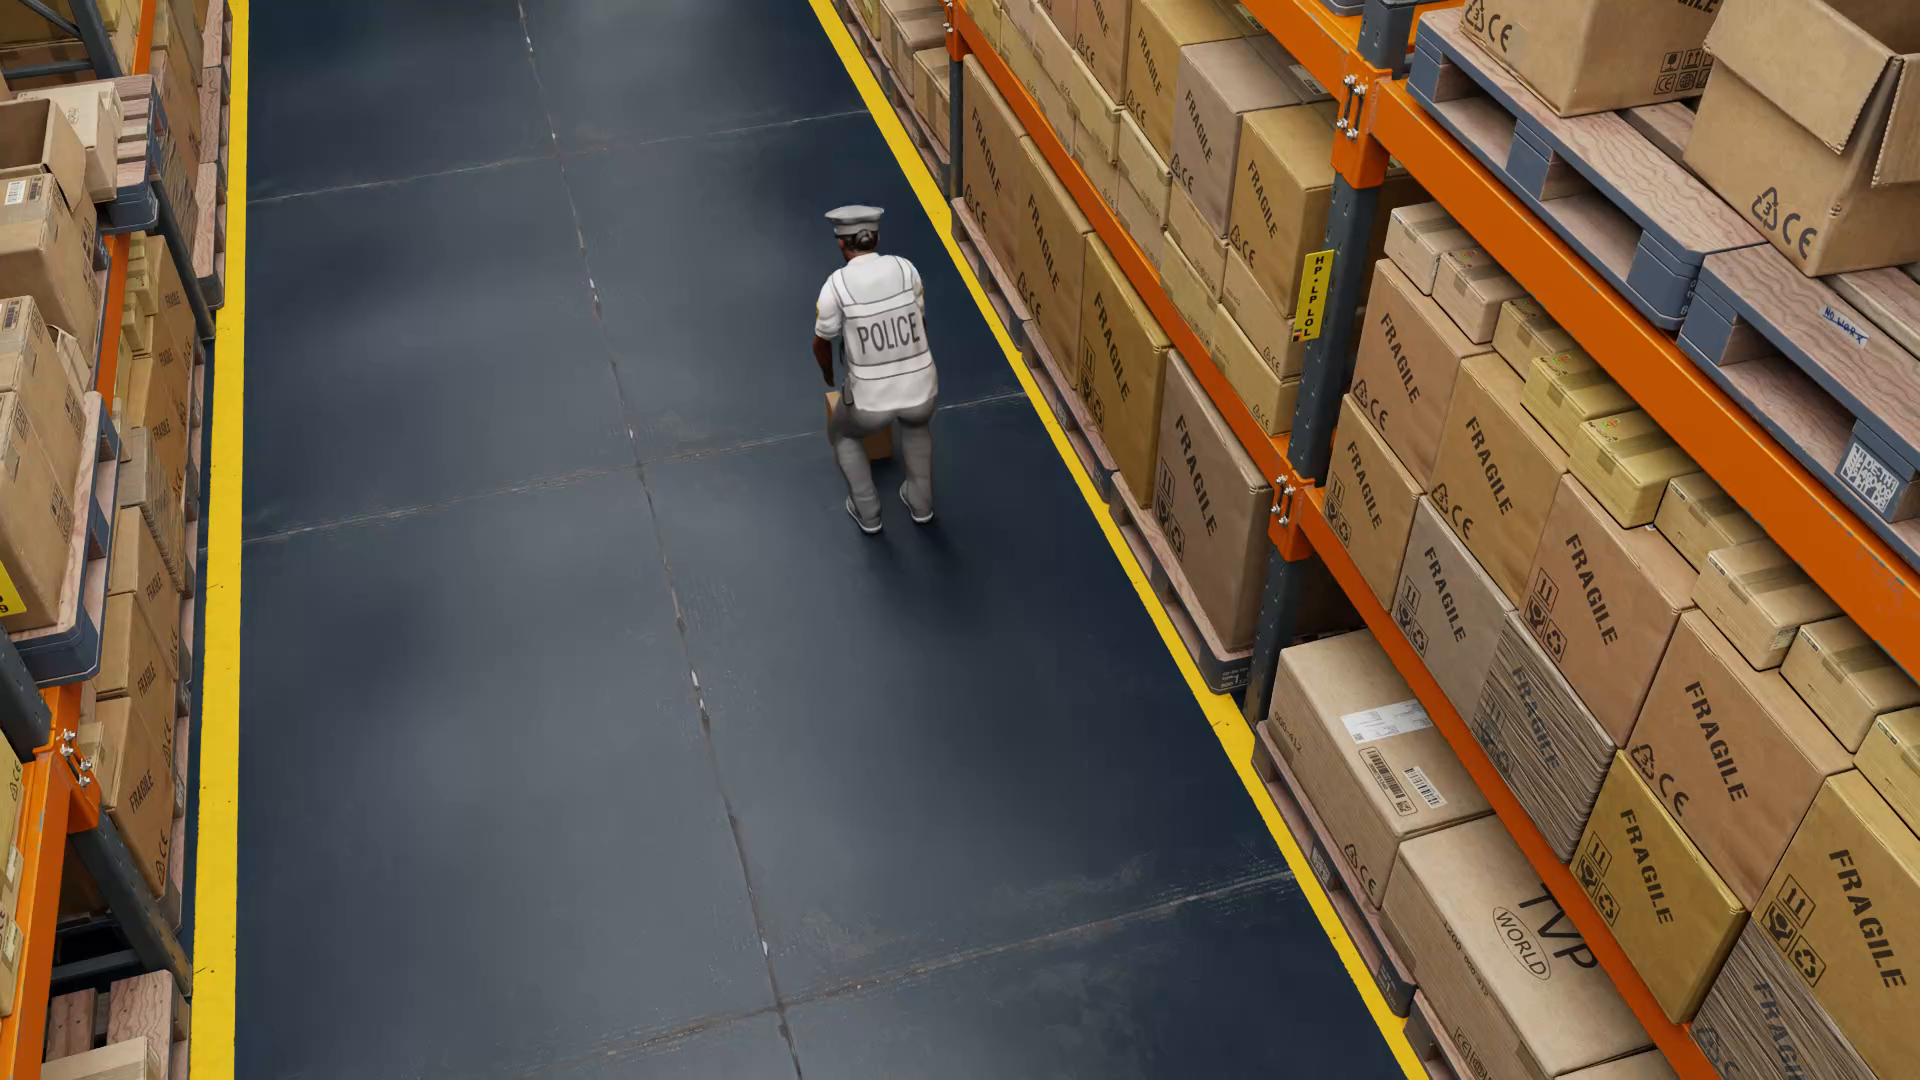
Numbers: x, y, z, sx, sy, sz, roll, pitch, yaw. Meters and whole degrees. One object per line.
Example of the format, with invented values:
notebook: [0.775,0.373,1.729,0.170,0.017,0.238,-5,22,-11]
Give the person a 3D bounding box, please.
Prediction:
person: [-0.367,-0.688,7.086,0.493,1.440,0.670,-12,44,-12]
